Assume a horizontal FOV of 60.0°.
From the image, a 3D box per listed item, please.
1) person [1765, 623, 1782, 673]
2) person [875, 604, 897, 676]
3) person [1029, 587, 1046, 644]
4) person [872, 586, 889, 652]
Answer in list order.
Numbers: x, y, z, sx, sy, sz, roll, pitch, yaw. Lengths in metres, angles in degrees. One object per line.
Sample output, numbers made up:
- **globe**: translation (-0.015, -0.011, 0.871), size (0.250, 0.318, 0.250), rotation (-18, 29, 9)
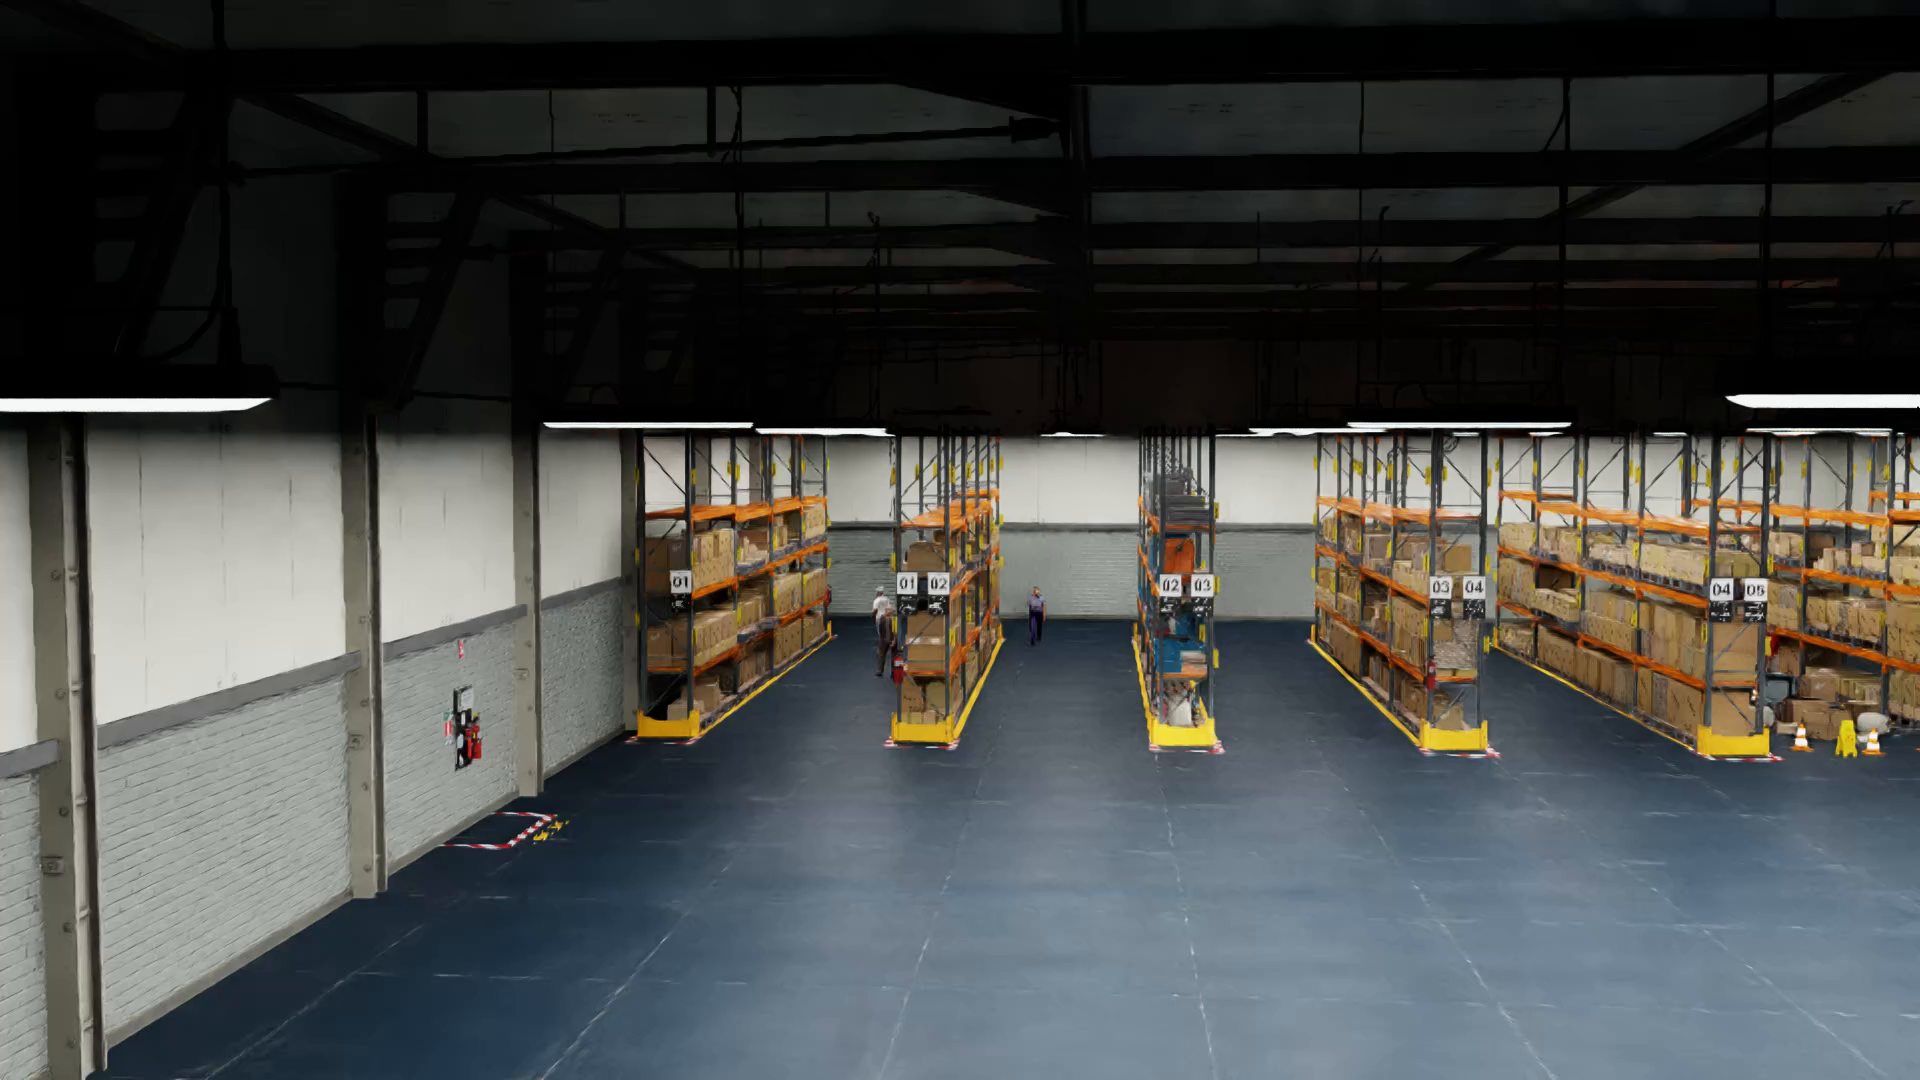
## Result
- **person**: translation (17.502, 2.658, 35.950), size (0.582, 1.721, 0.637), rotation (2, 4, 32)
- **person**: translation (-1.703, 2.407, 40.126), size (0.573, 1.715, 1.103), rotation (1, 4, 13)
- **person**: translation (2.161, 2.108, 46.502), size (0.493, 1.563, 1.000), rotation (0, 3, 4)
- **person**: translation (-2.156, 2.109, 44.677), size (0.591, 1.763, 0.685), rotation (2, 4, 26)
